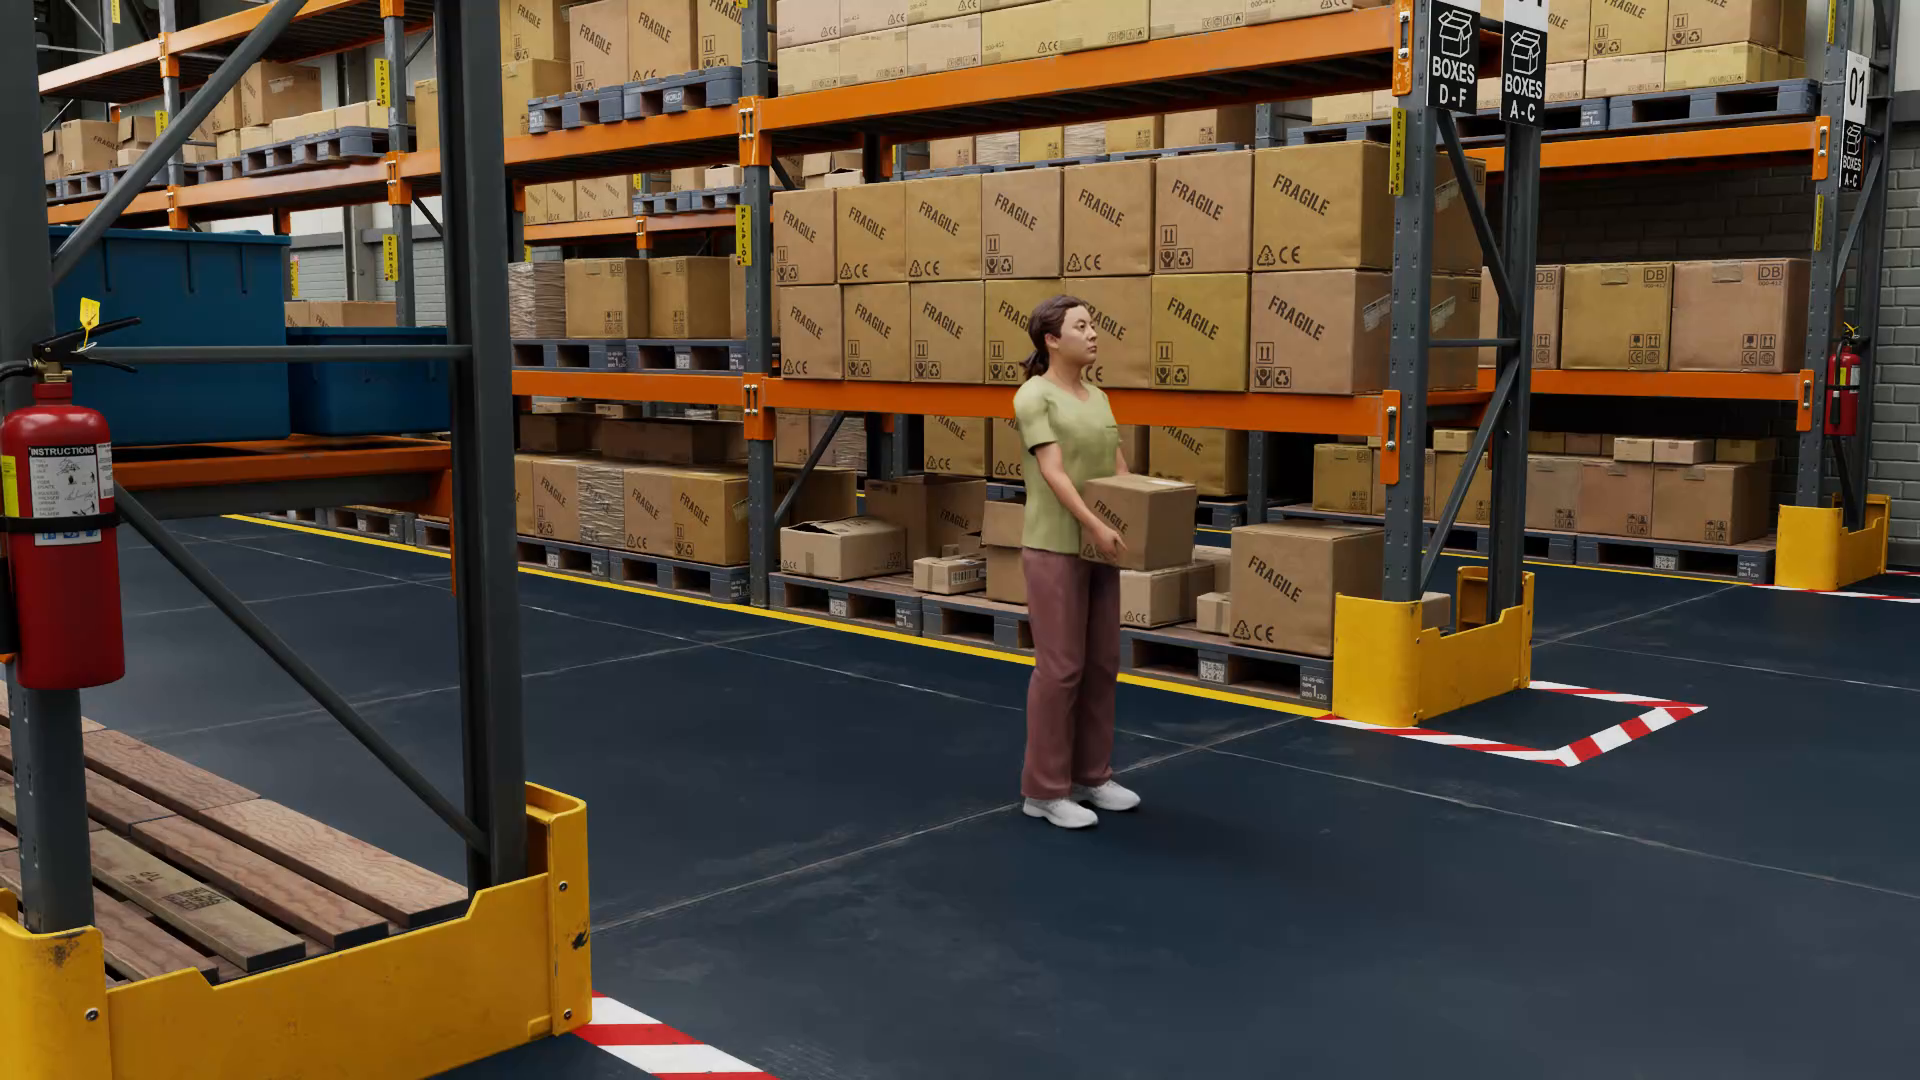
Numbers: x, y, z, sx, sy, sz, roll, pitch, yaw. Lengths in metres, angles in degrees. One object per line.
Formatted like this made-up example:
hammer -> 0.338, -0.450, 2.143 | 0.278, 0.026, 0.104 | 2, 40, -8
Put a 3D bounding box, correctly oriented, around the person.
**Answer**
person -> 0.411, 0.053, 5.340 | 0.537, 1.674, 0.439 | 7, 10, 43
